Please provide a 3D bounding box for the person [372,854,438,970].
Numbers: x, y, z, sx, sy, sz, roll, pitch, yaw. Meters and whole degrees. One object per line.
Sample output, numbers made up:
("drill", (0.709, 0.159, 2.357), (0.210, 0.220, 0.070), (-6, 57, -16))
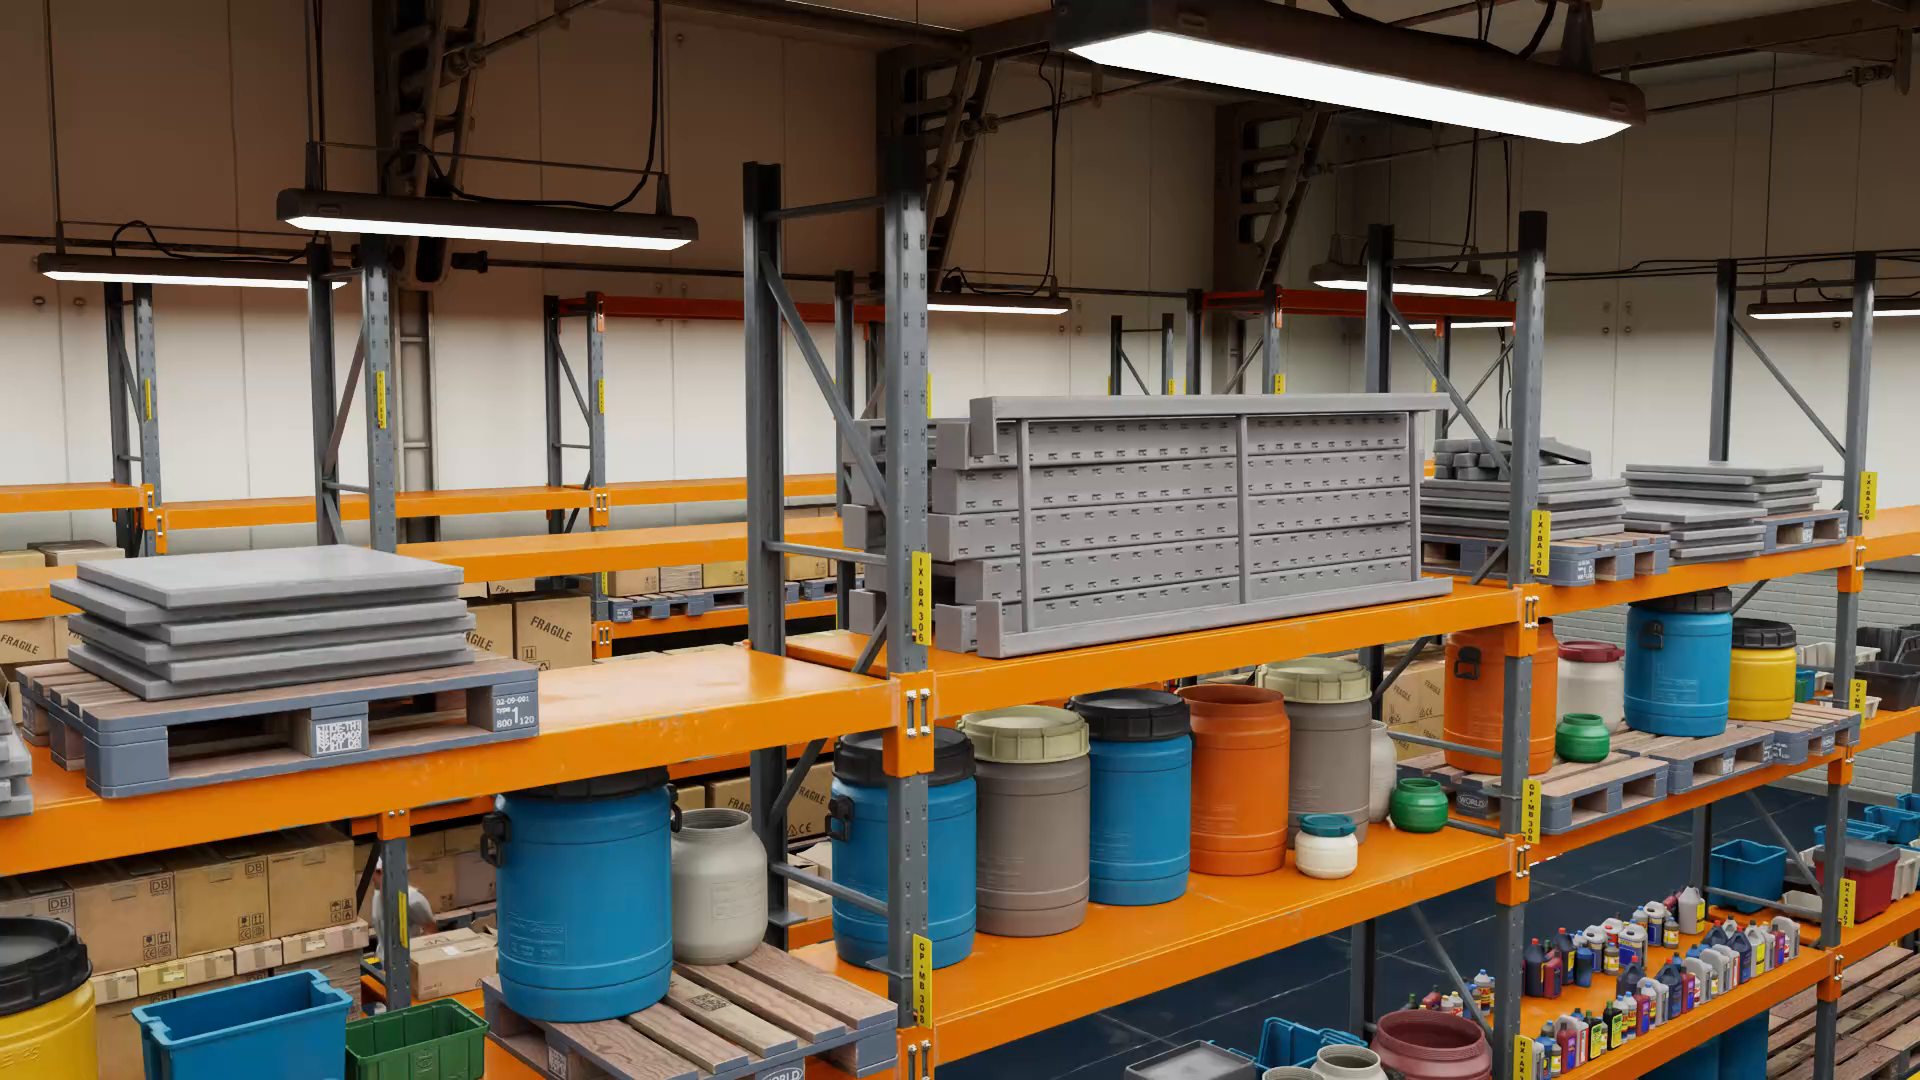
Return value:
("person", (-4.079, 3.128, 12.374), (0.662, 1.759, 0.895), (5, 8, 44))
